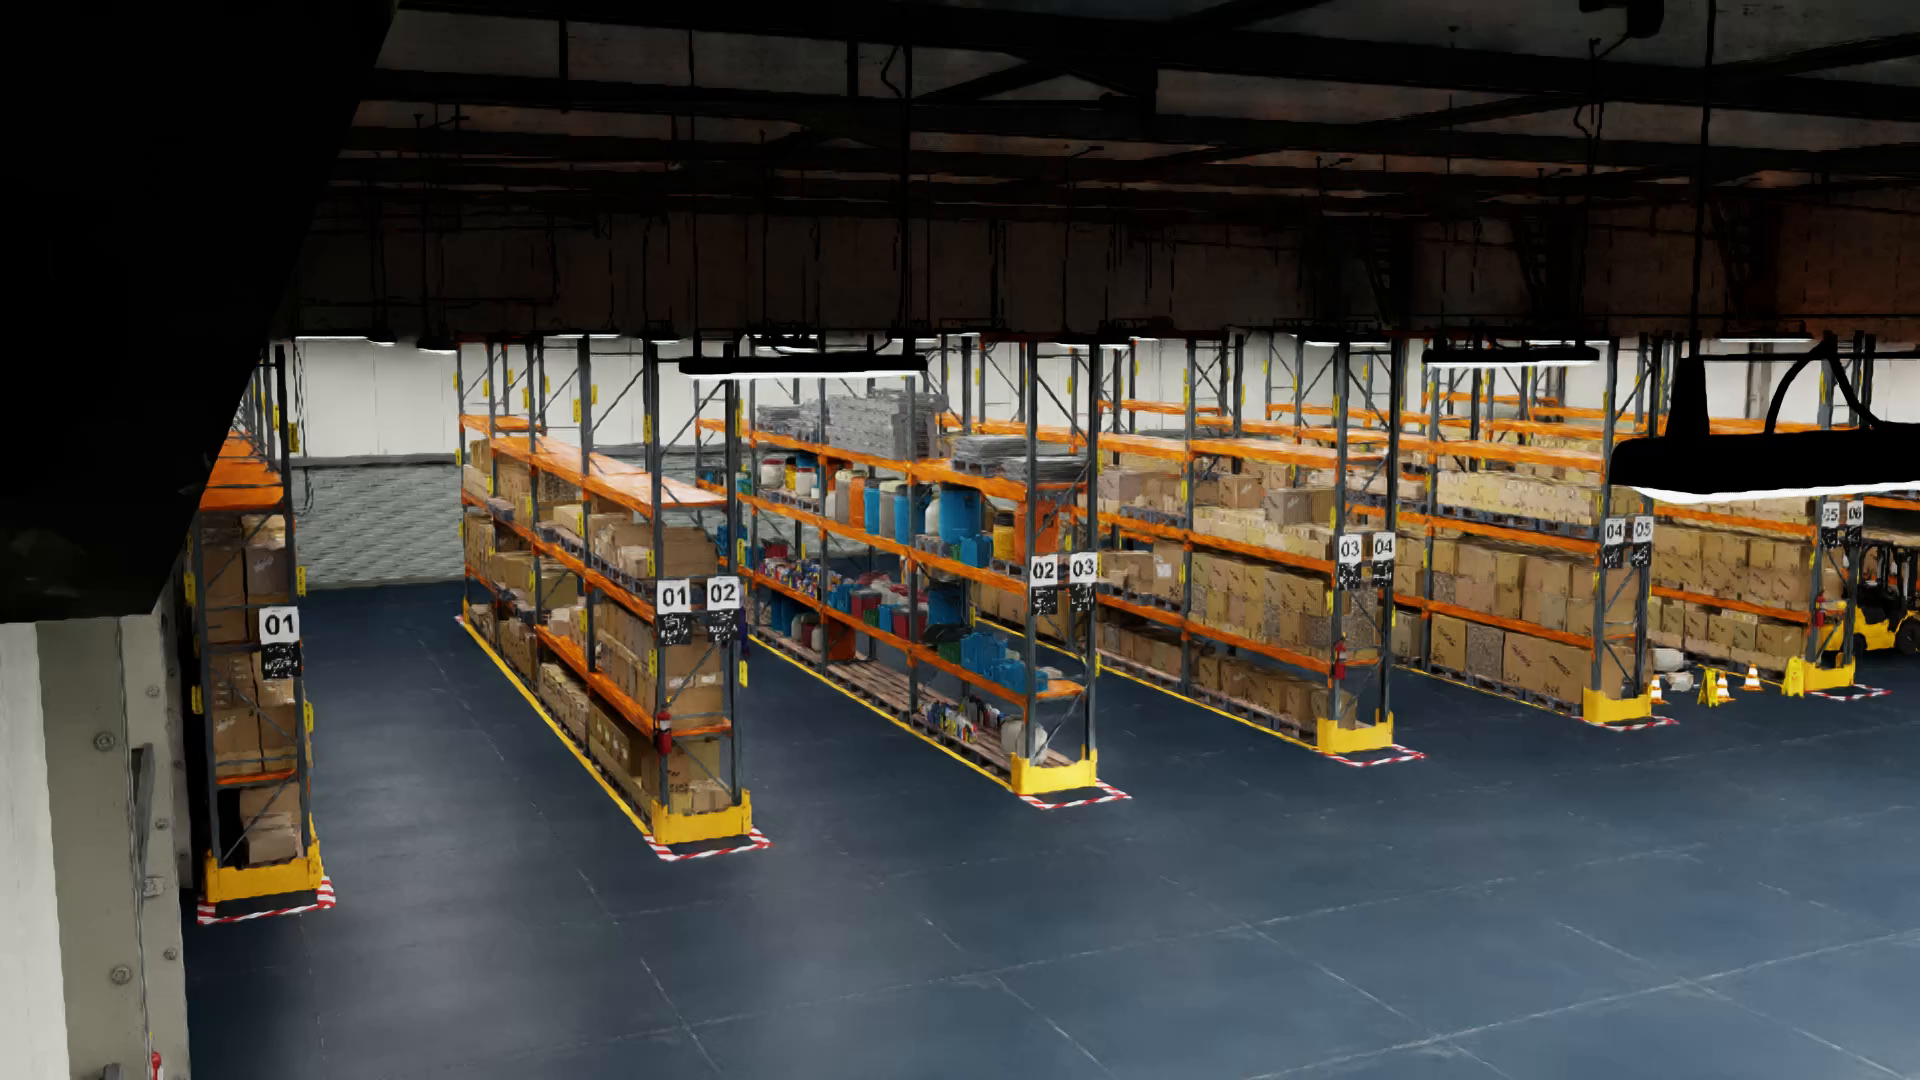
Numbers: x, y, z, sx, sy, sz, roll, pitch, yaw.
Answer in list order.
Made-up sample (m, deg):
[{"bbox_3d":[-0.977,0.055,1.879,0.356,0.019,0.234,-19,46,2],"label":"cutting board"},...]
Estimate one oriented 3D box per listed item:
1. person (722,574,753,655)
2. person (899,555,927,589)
[{"bbox_3d":[-4.239,1.353,31.130,0.479,1.567,1.075,-3,8,-21],"label":"person"},{"bbox_3d":[-0.999,0.713,35.862,0.625,1.611,0.582,-4,9,-26],"label":"person"}]
